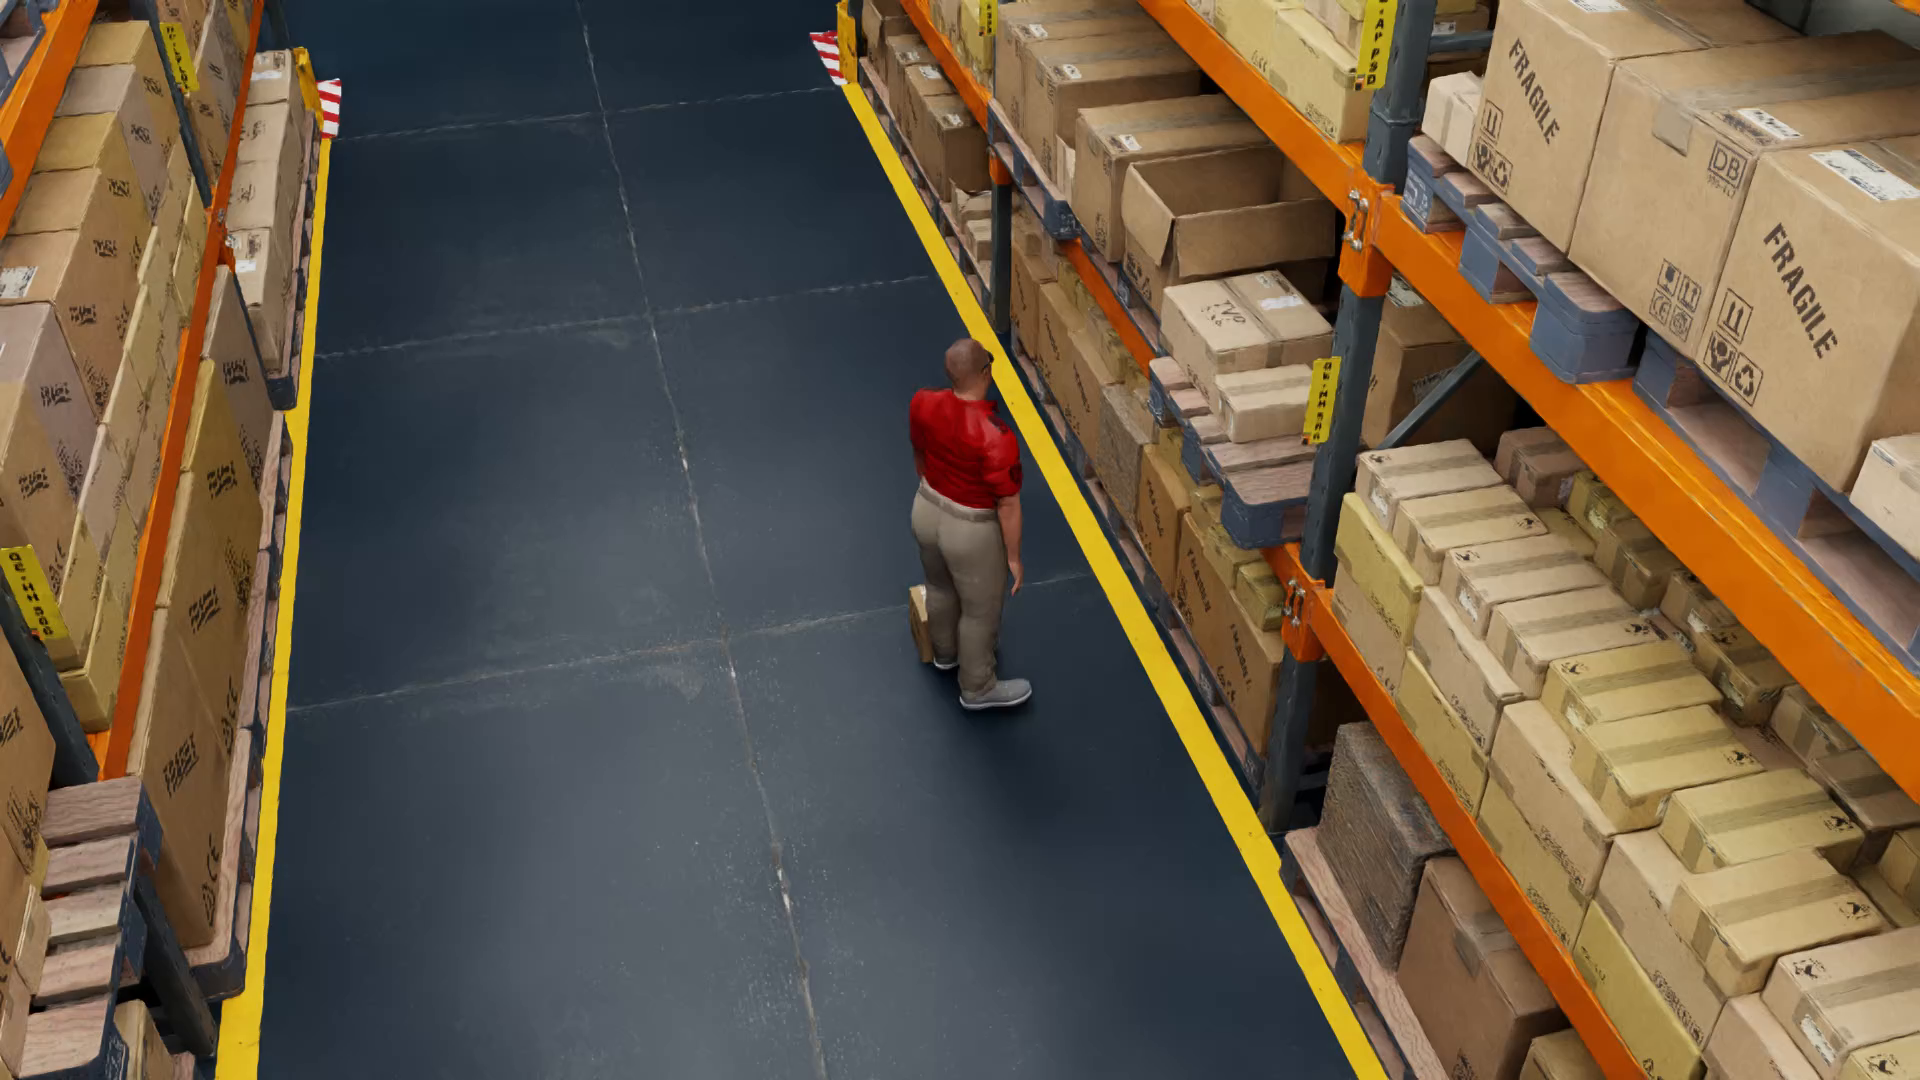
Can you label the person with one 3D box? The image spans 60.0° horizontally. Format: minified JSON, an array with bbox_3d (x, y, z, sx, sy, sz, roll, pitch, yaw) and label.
[{"bbox_3d":[0.082,-0.068,6.779,0.596,1.737,0.477,28,46,31],"label":"person"}]
